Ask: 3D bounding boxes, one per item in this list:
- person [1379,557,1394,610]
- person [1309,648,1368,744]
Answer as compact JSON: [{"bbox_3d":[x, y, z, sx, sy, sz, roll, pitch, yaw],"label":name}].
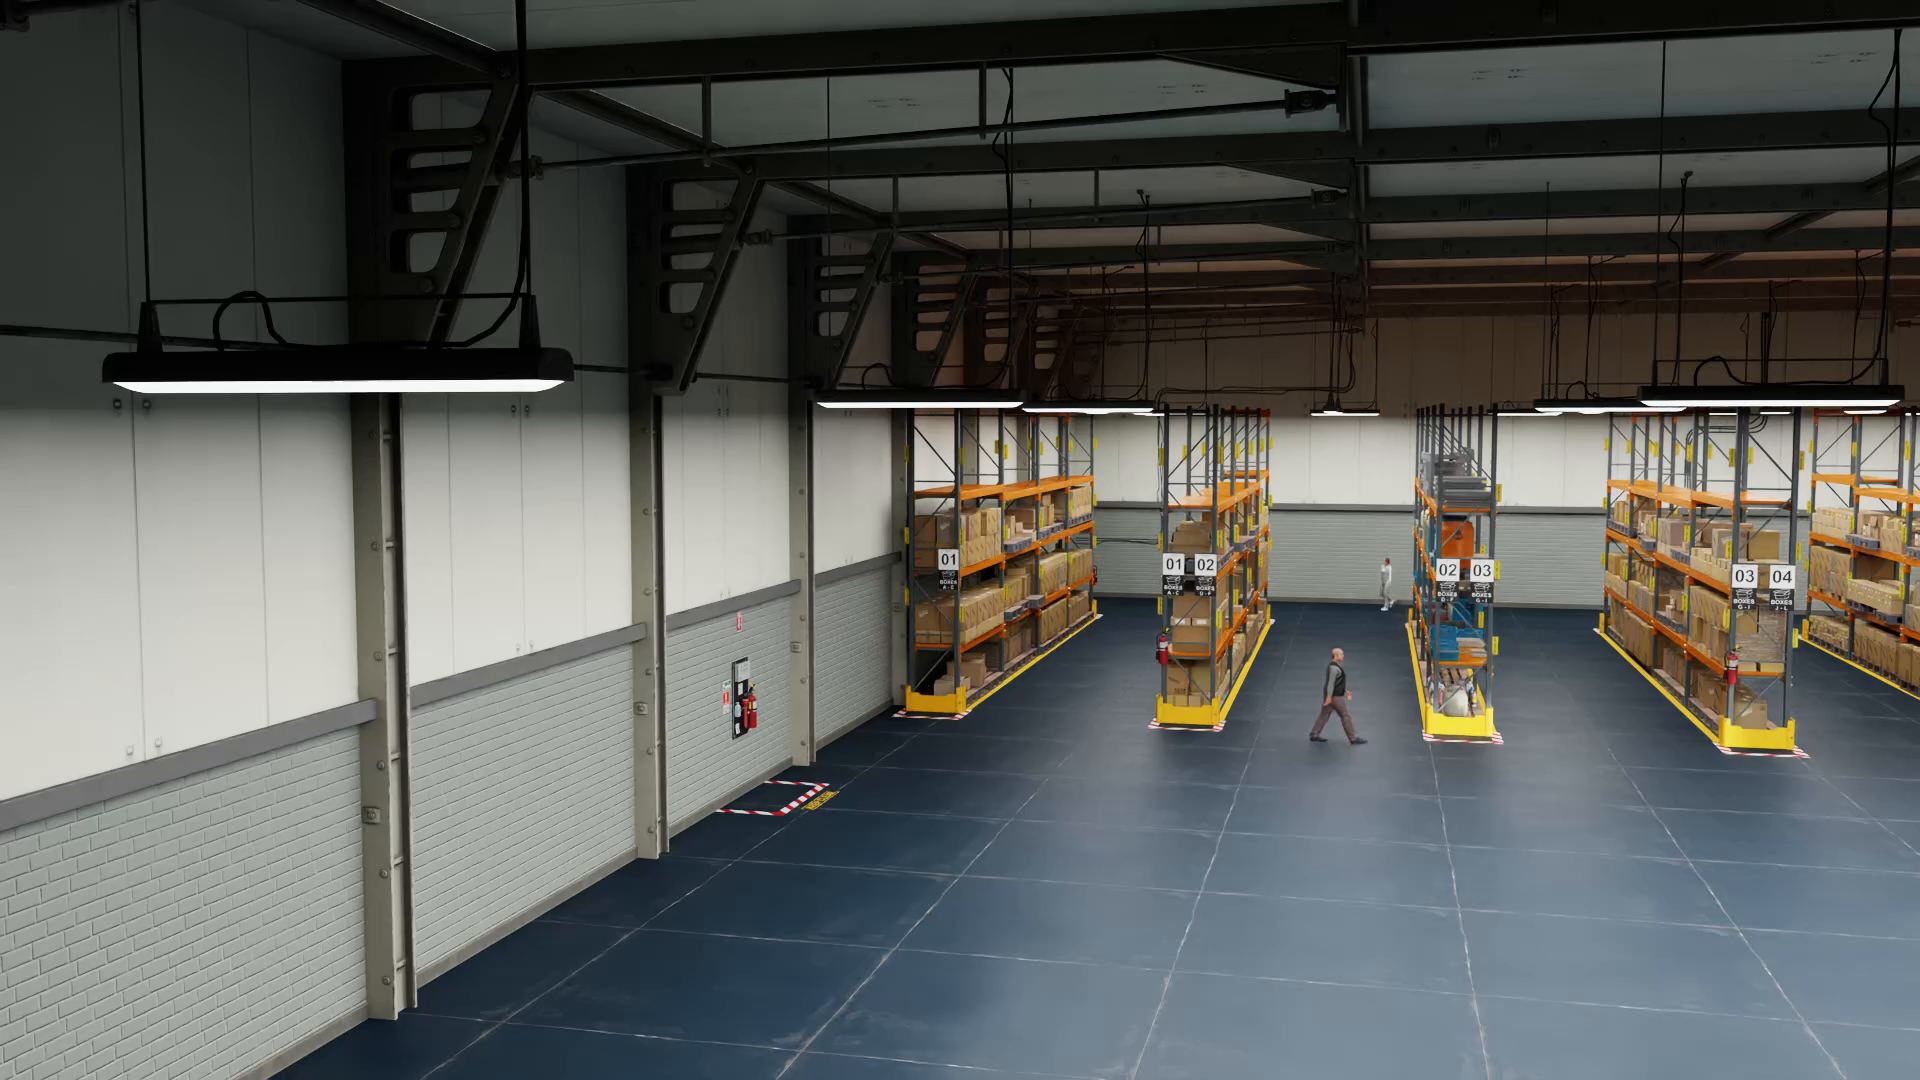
[{"bbox_3d":[12.770,1.298,49.668,0.540,1.586,0.424,-2,5,-23],"label":"person"},{"bbox_3d":[6.648,2.734,29.248,0.976,1.666,0.538,0,4,0],"label":"person"}]
